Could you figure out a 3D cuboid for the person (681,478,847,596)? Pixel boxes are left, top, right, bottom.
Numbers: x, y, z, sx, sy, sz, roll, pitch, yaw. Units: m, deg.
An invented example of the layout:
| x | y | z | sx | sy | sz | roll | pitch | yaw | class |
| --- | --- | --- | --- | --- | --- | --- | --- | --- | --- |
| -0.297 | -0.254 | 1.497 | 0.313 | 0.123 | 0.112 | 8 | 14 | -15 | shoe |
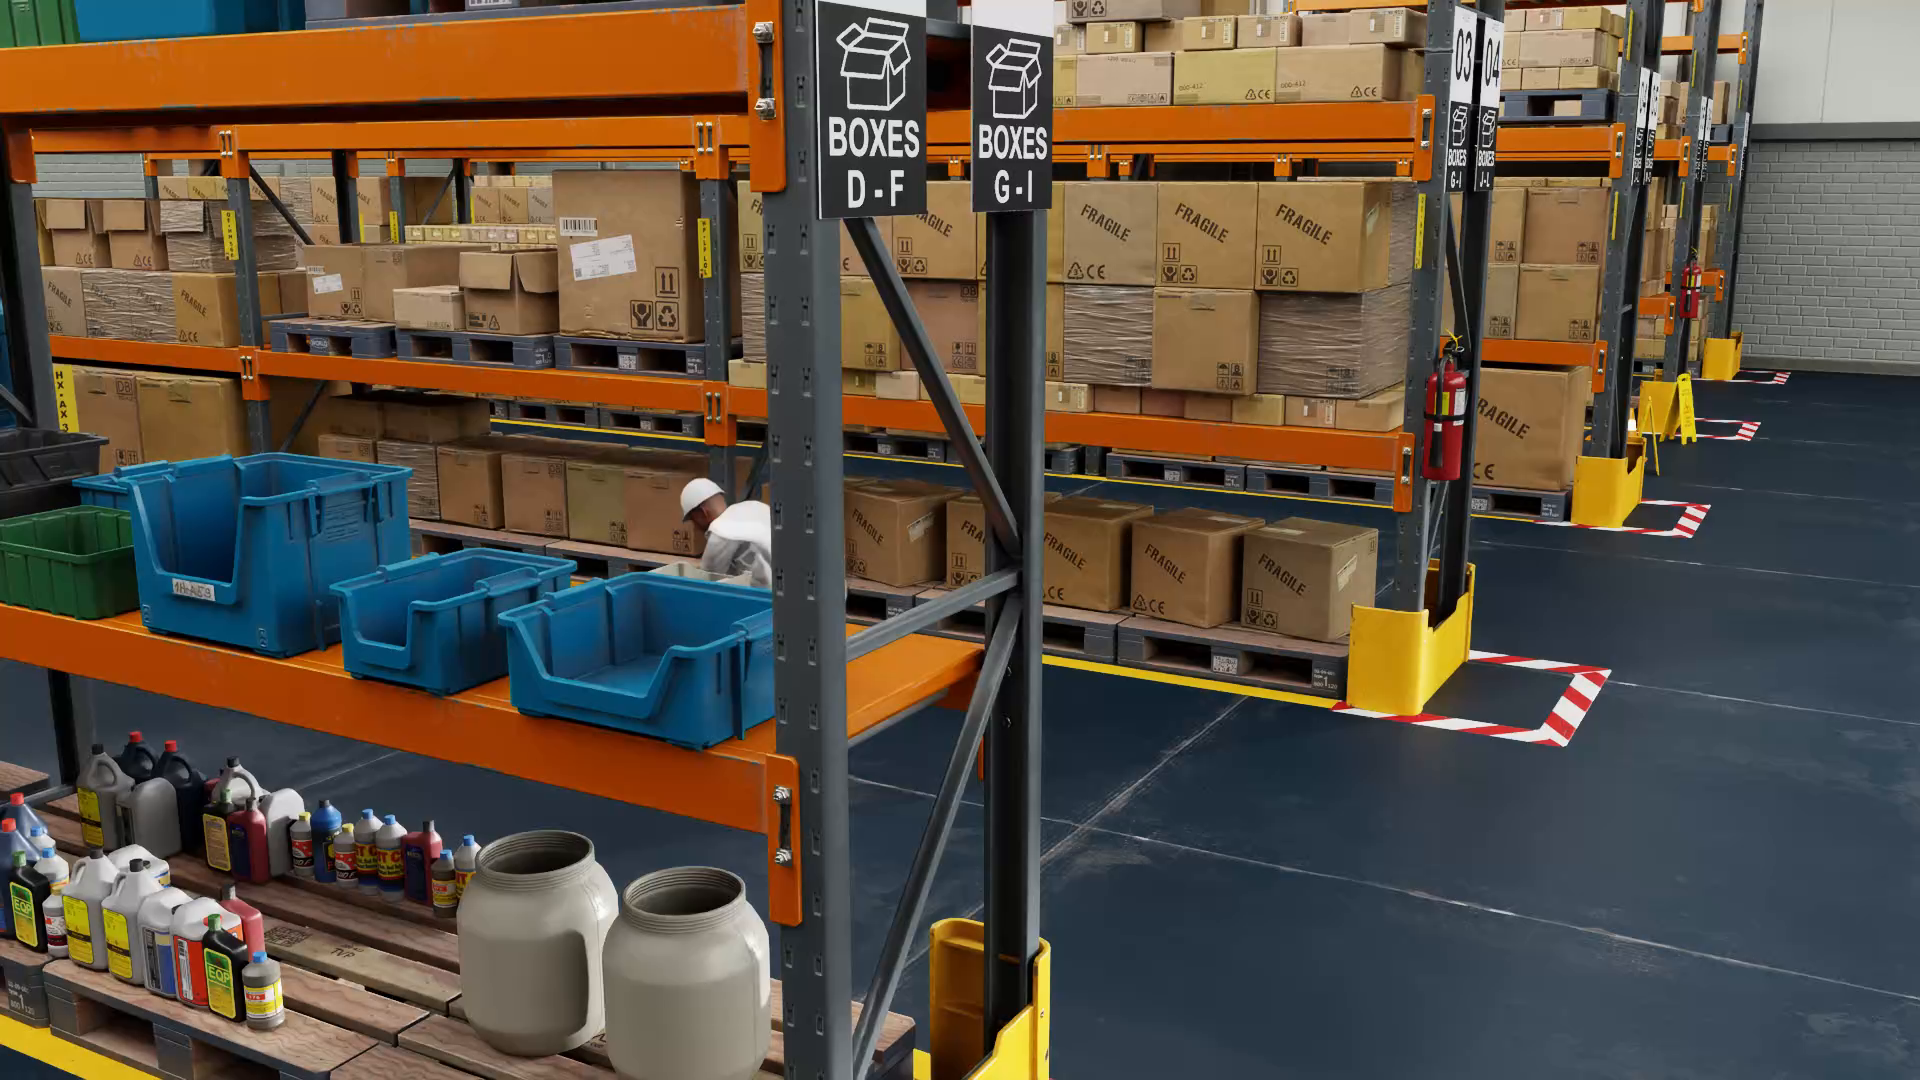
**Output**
| x | y | z | sx | sy | sz | roll | pitch | yaw | class |
| --- | --- | --- | --- | --- | --- | --- | --- | --- | --- |
| -1.035 | 0.208 | 8.307 | 0.907 | 1.006 | 0.534 | 7 | 14 | 27 | person |
